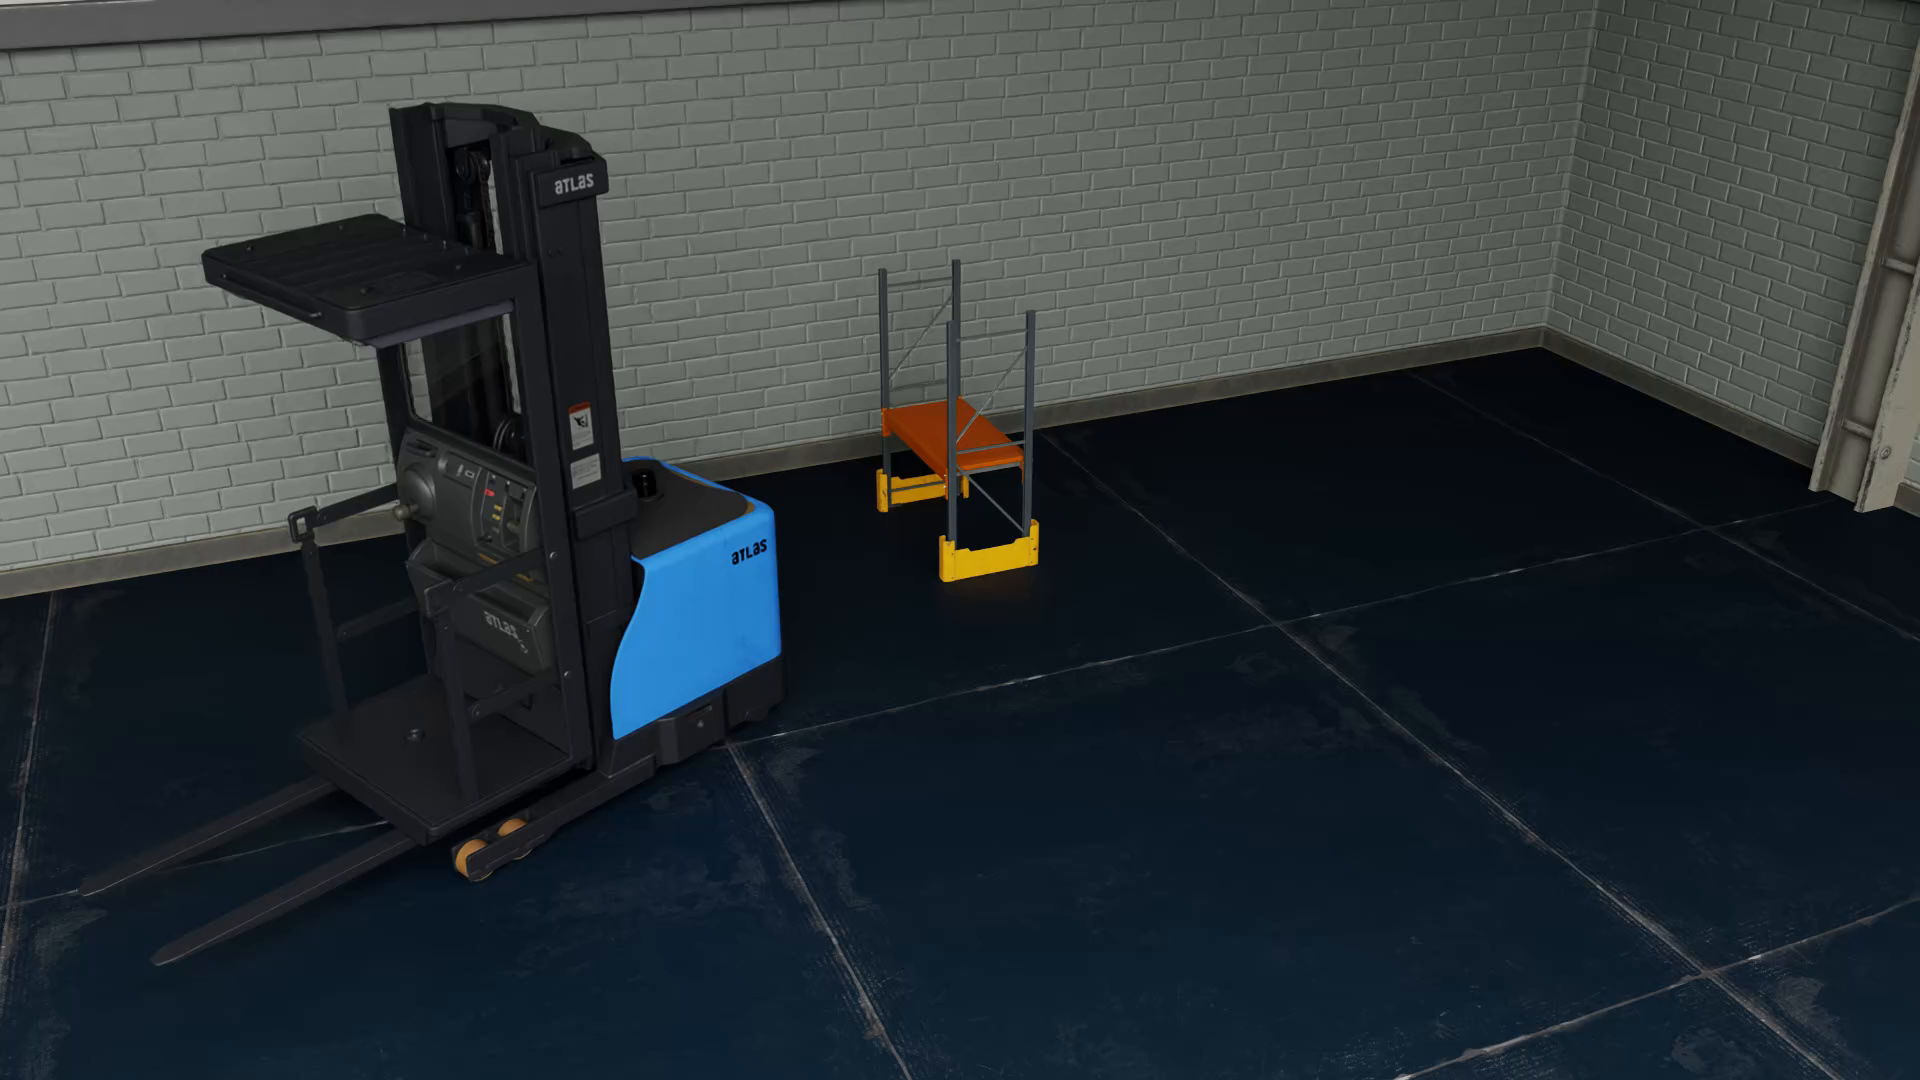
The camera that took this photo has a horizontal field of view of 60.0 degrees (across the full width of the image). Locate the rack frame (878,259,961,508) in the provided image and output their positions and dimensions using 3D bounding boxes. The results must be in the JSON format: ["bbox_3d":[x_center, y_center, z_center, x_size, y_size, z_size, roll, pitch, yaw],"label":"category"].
[{"bbox_3d":[-0.232,-0.914,9.912,0.500,1.500,0.032,-11,28,-21],"label":"rack frame"}]

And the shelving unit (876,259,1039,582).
[{"bbox_3d":[-0.030,-0.705,9.484,0.587,1.500,1.083,-11,28,-21],"label":"shelving unit"}]

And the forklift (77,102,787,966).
[{"bbox_3d":[-2.184,-0.161,6.739,1.130,2.935,3.031,21,33,36],"label":"forklift"}]

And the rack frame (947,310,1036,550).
[{"bbox_3d":[0.166,-0.503,9.071,0.500,1.500,0.032,-11,28,-21],"label":"rack frame"}]

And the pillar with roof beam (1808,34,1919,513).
[{"bbox_3d":[1.565,-3.575,6.815,9.100,9.000,0.400,-11,28,-21],"label":"pillar with roof beam"}]

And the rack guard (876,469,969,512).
[{"bbox_3d":[-0.225,-0.344,10.170,0.587,0.250,0.087,-11,28,-21],"label":"rack guard"}]

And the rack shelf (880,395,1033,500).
[{"bbox_3d":[-0.033,-0.547,9.570,0.538,0.185,1.000,-11,28,-21],"label":"rack shelf"}]

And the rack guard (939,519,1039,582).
[{"bbox_3d":[0.165,0.058,9.346,0.587,0.250,0.087,-11,28,-21],"label":"rack guard"}]
